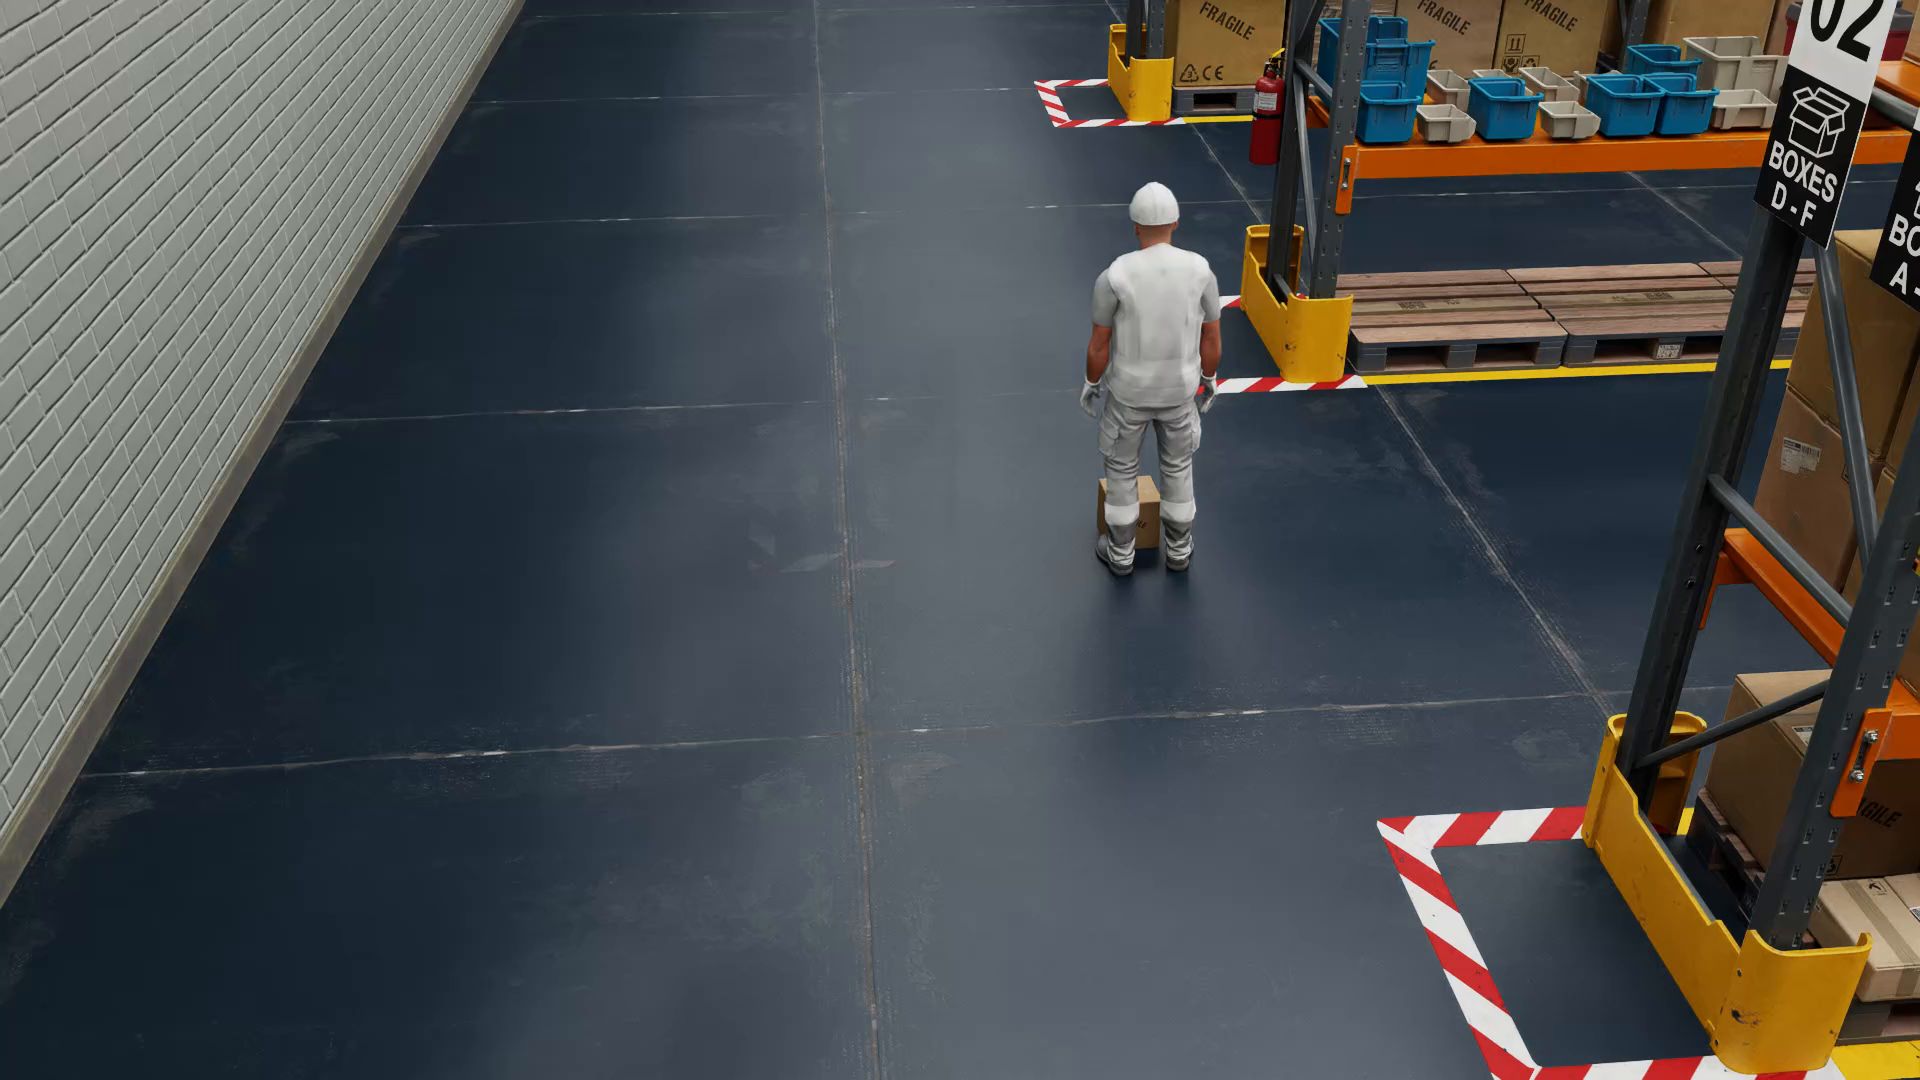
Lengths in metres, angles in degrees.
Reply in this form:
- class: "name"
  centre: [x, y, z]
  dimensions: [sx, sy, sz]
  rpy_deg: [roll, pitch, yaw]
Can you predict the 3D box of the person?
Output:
- class: "person"
  centre: [0.831, -0.668, 7.237]
  dimensions: [0.609, 1.780, 0.448]
  rpy_deg: [-3, 31, -4]
